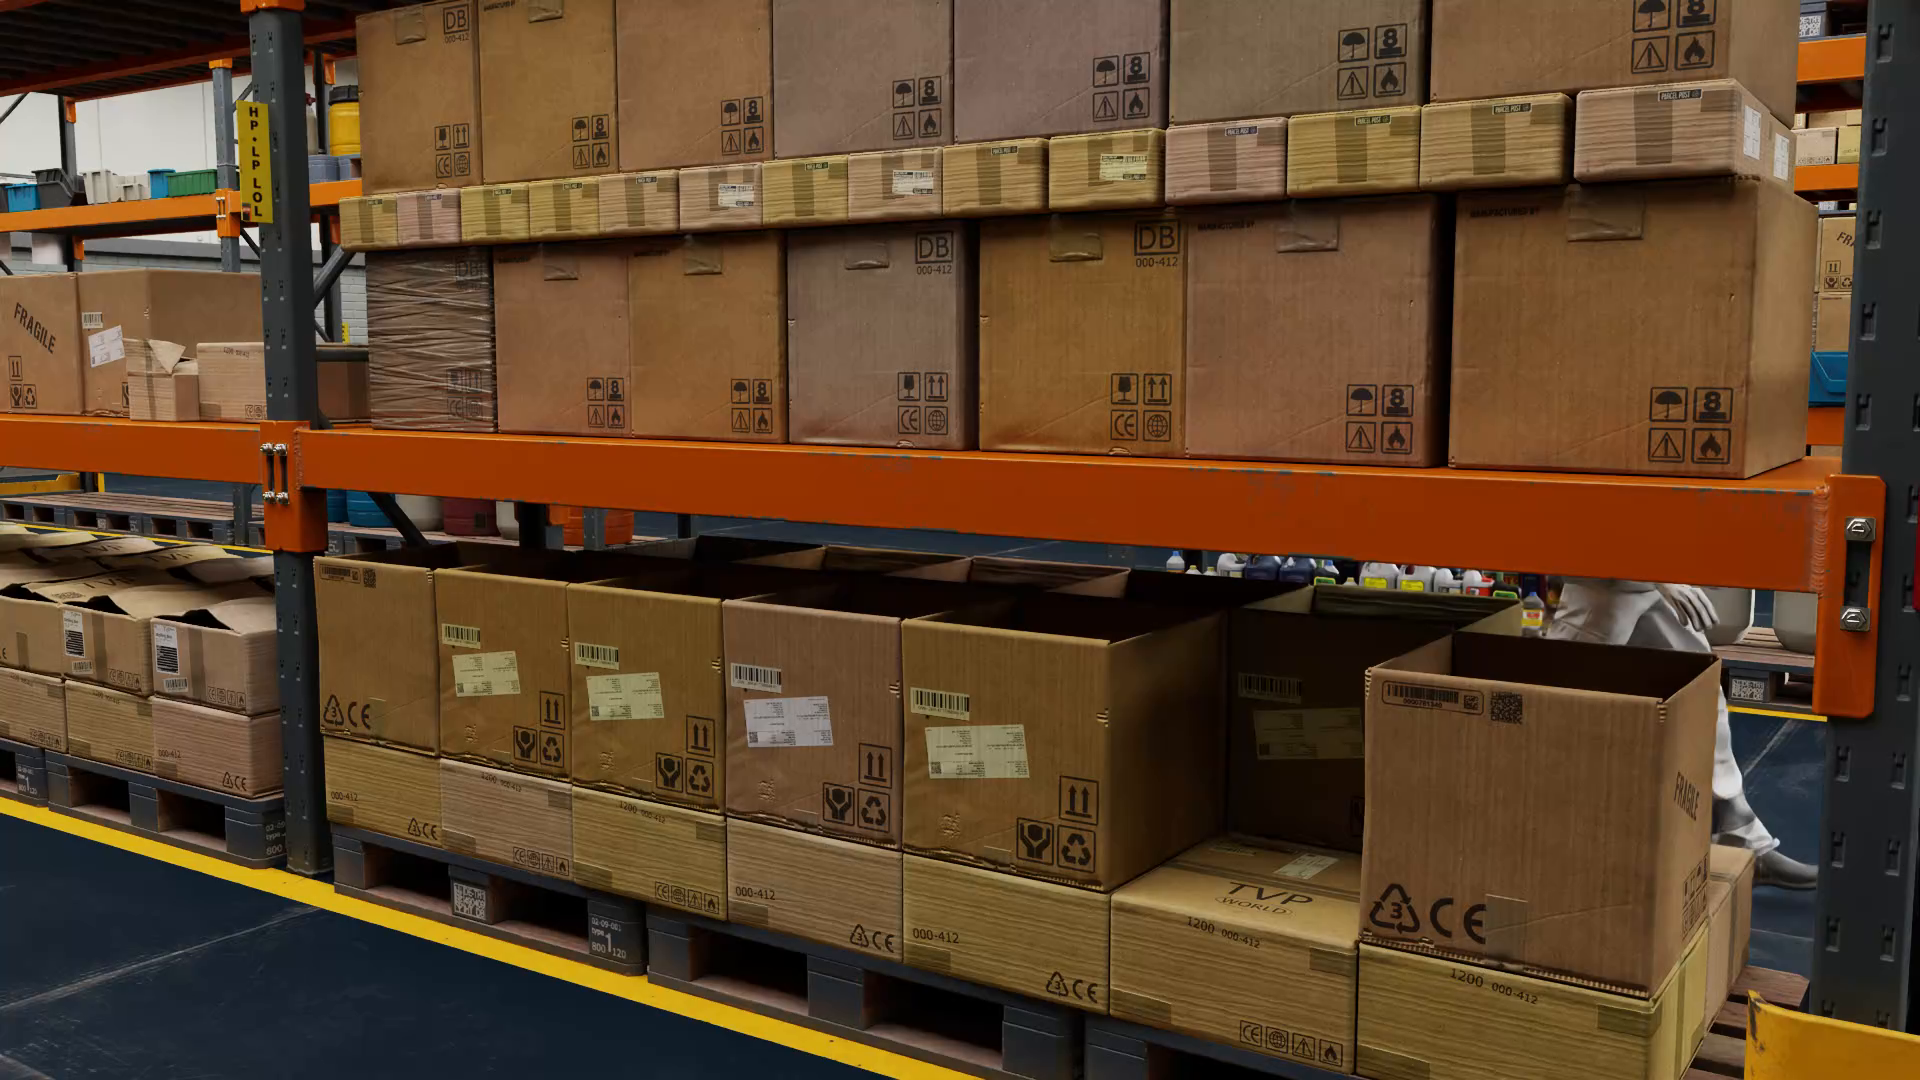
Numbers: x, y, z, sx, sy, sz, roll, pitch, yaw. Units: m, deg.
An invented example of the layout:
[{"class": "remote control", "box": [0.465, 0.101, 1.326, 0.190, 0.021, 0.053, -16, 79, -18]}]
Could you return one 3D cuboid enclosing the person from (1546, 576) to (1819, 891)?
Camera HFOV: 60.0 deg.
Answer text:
[{"class": "person", "box": [1.906, 0.104, 4.620, 1.036, 1.736, 0.534, 5, 8, 36]}]
